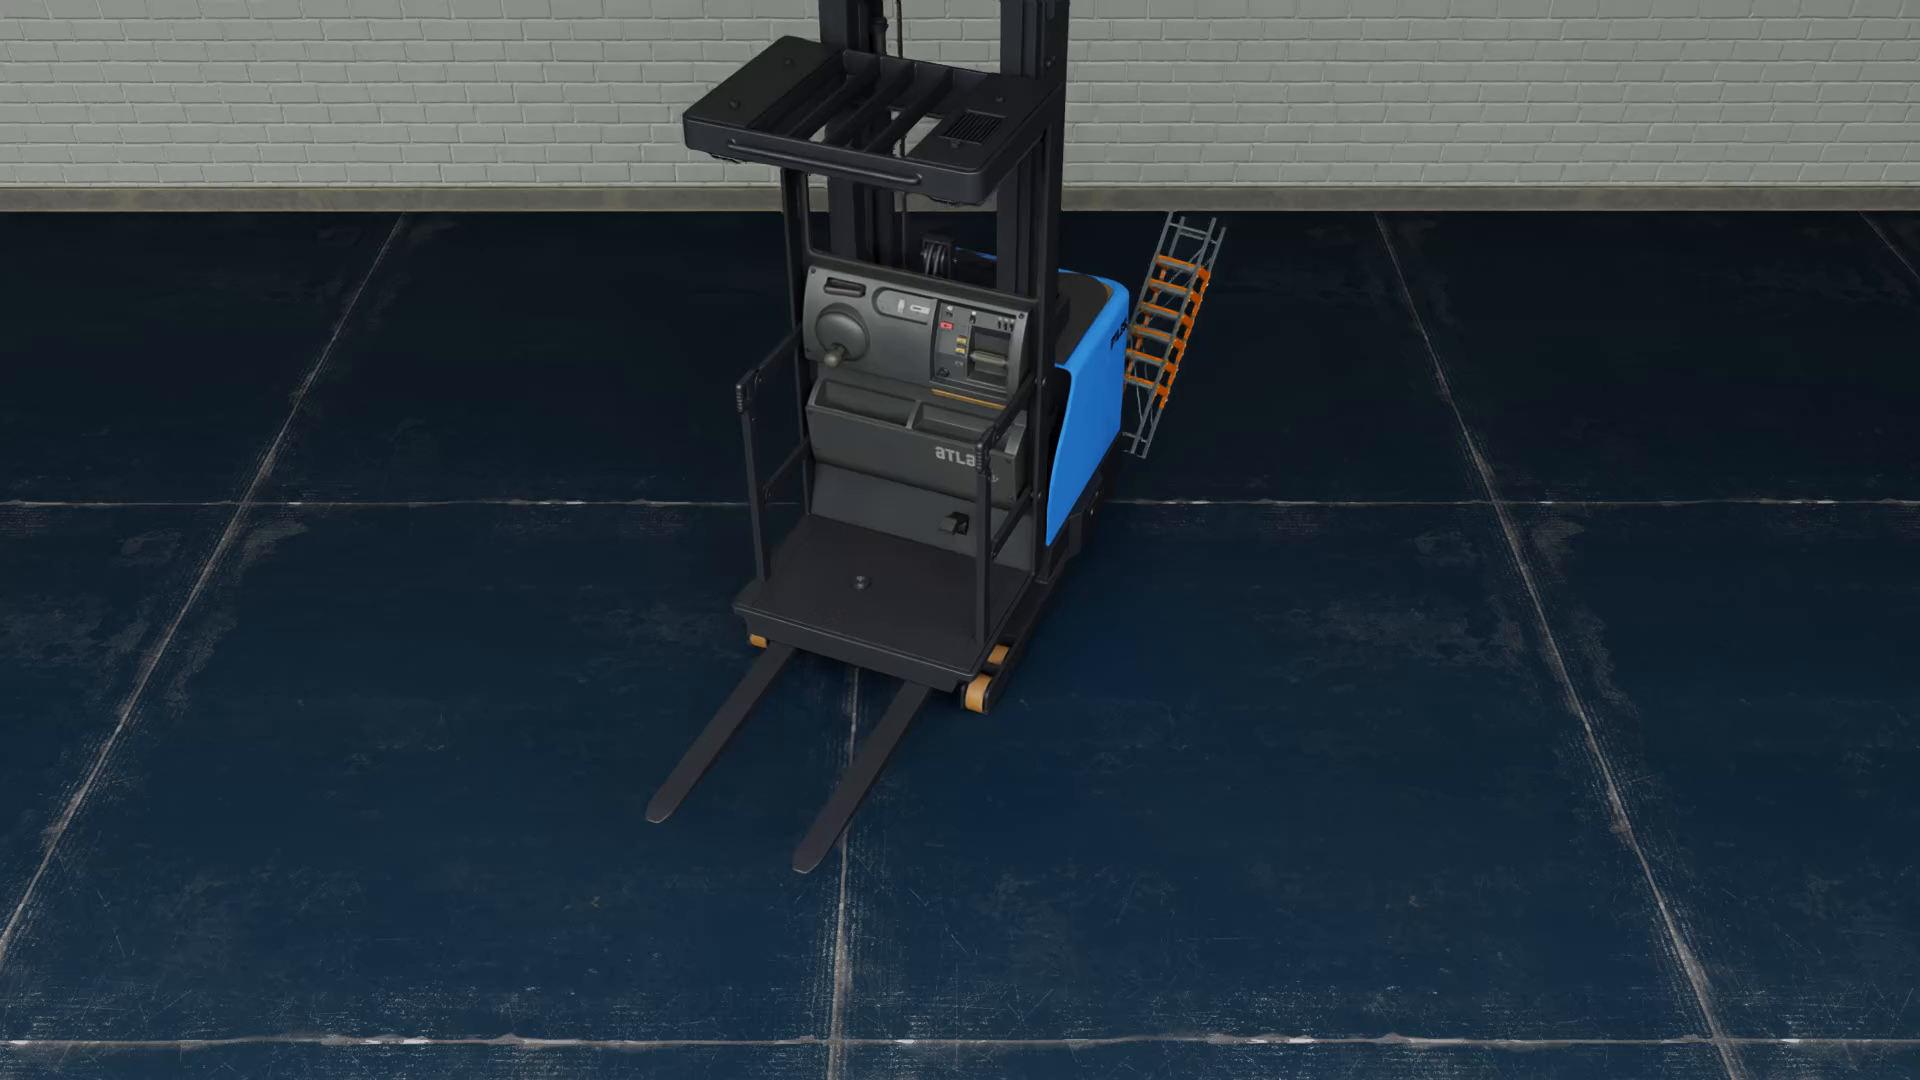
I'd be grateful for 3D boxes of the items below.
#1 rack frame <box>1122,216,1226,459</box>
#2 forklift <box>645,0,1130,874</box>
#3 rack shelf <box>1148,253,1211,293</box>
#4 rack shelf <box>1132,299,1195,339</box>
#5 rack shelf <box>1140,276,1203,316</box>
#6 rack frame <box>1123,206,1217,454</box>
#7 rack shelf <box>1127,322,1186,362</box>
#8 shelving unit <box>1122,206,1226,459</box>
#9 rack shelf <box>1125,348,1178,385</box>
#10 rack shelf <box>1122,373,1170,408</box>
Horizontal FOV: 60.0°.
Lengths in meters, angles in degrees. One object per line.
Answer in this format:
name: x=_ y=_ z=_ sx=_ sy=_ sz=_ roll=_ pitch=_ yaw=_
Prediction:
rack frame: x=1.011 y=-1.007 z=8.258 sx=0.240 sy=1.200 sz=0.006 roll=21 pitch=4 yaw=24
forklift: x=-0.263 y=-0.735 z=6.324 sx=1.130 sy=2.935 sz=3.031 roll=15 pitch=41 yaw=18
rack shelf: x=1.077 y=-1.312 z=8.155 sx=0.258 sy=0.103 sz=0.180 roll=21 pitch=4 yaw=24
rack shelf: x=0.999 y=-1.086 z=8.170 sx=0.258 sy=0.103 sz=0.180 roll=21 pitch=4 yaw=24
rack shelf: x=1.038 y=-1.199 z=8.162 sx=0.258 sy=0.103 sz=0.180 roll=21 pitch=4 yaw=24
rack frame: x=0.937 y=-1.022 z=8.091 sx=0.240 sy=1.200 sz=0.006 roll=21 pitch=4 yaw=24
rack shelf: x=0.960 y=-0.973 z=8.177 sx=0.258 sy=0.103 sz=0.180 roll=21 pitch=4 yaw=24
shelving unit: x=0.974 y=-1.015 z=8.174 sx=0.258 sy=1.200 sz=0.189 roll=21 pitch=4 yaw=24
rack shelf: x=0.920 y=-0.860 z=8.185 sx=0.258 sy=0.103 sz=0.180 roll=21 pitch=4 yaw=24
rack shelf: x=0.881 y=-0.746 z=8.192 sx=0.258 sy=0.103 sz=0.180 roll=21 pitch=4 yaw=24
